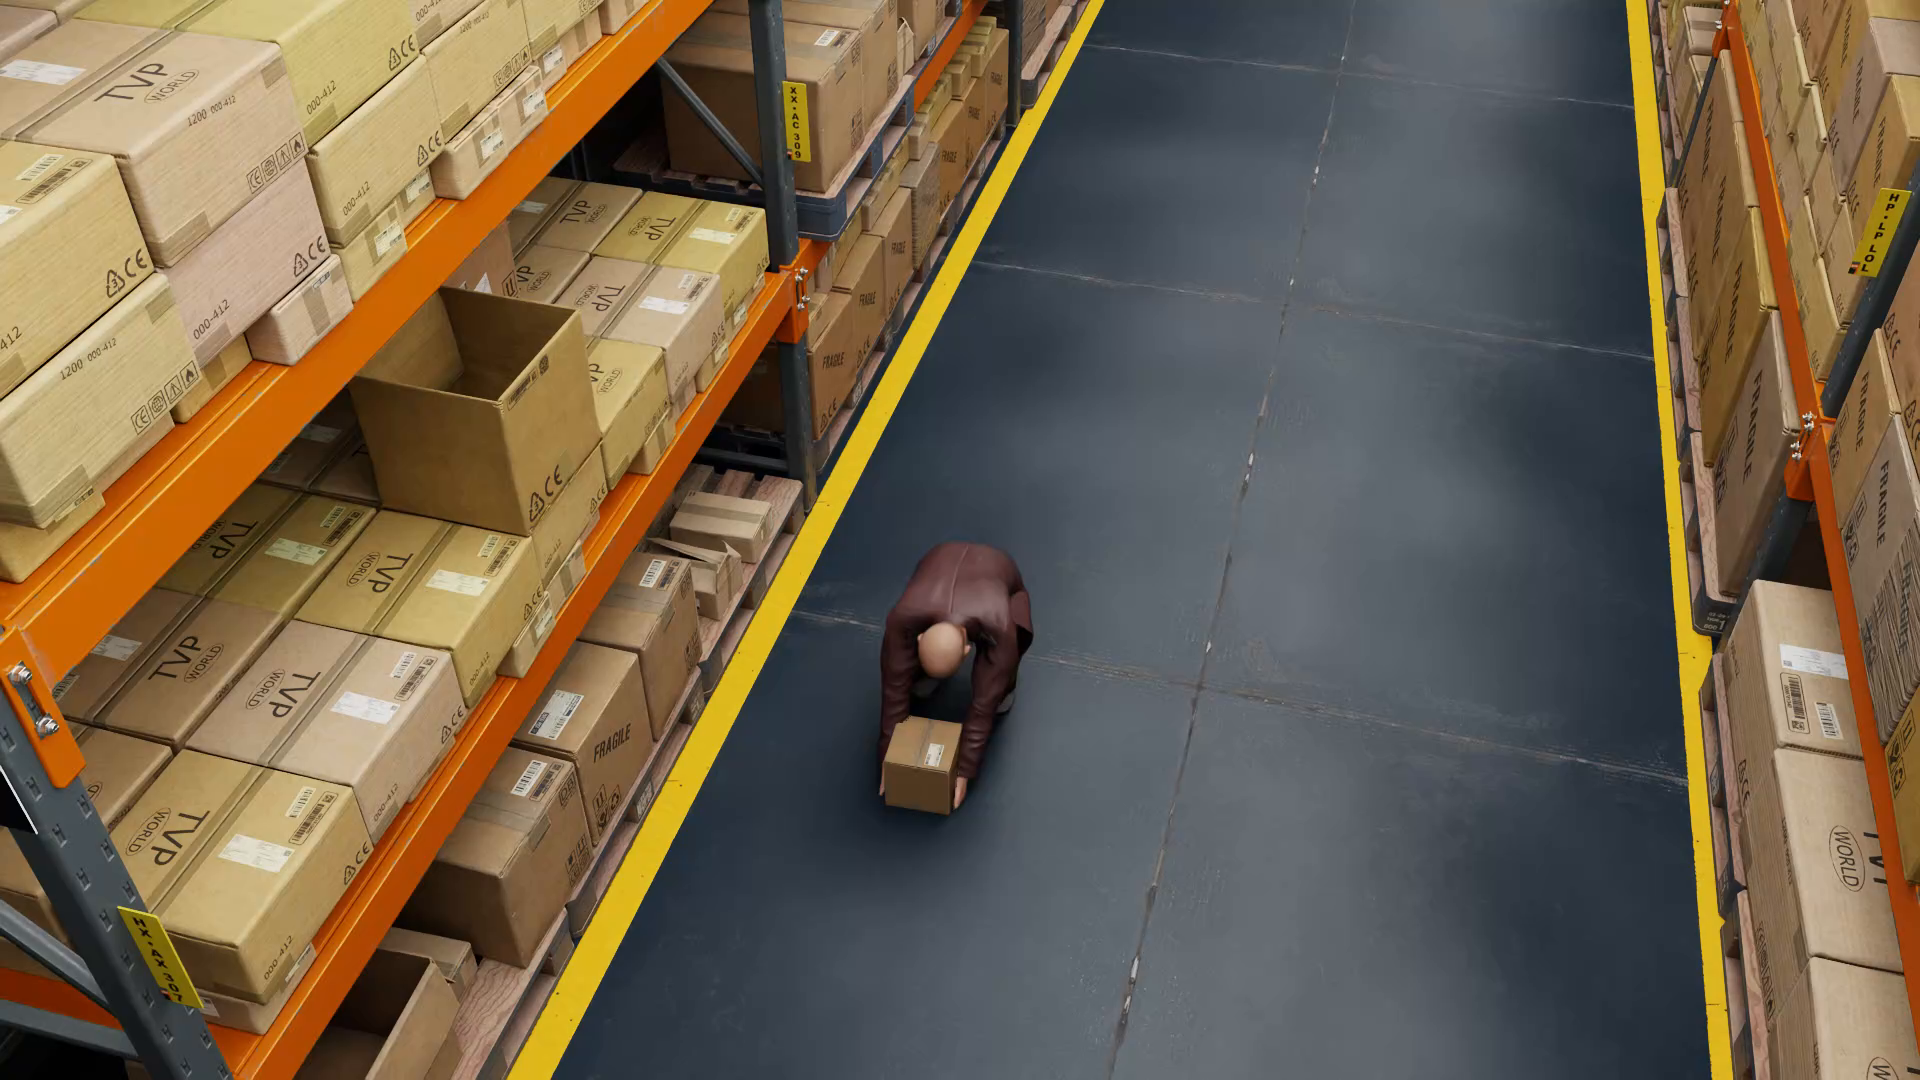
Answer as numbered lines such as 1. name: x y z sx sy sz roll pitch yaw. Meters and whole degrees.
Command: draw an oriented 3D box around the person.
1. person: -0.025 0.449 6.484 0.582 0.845 1.011 10 42 12
